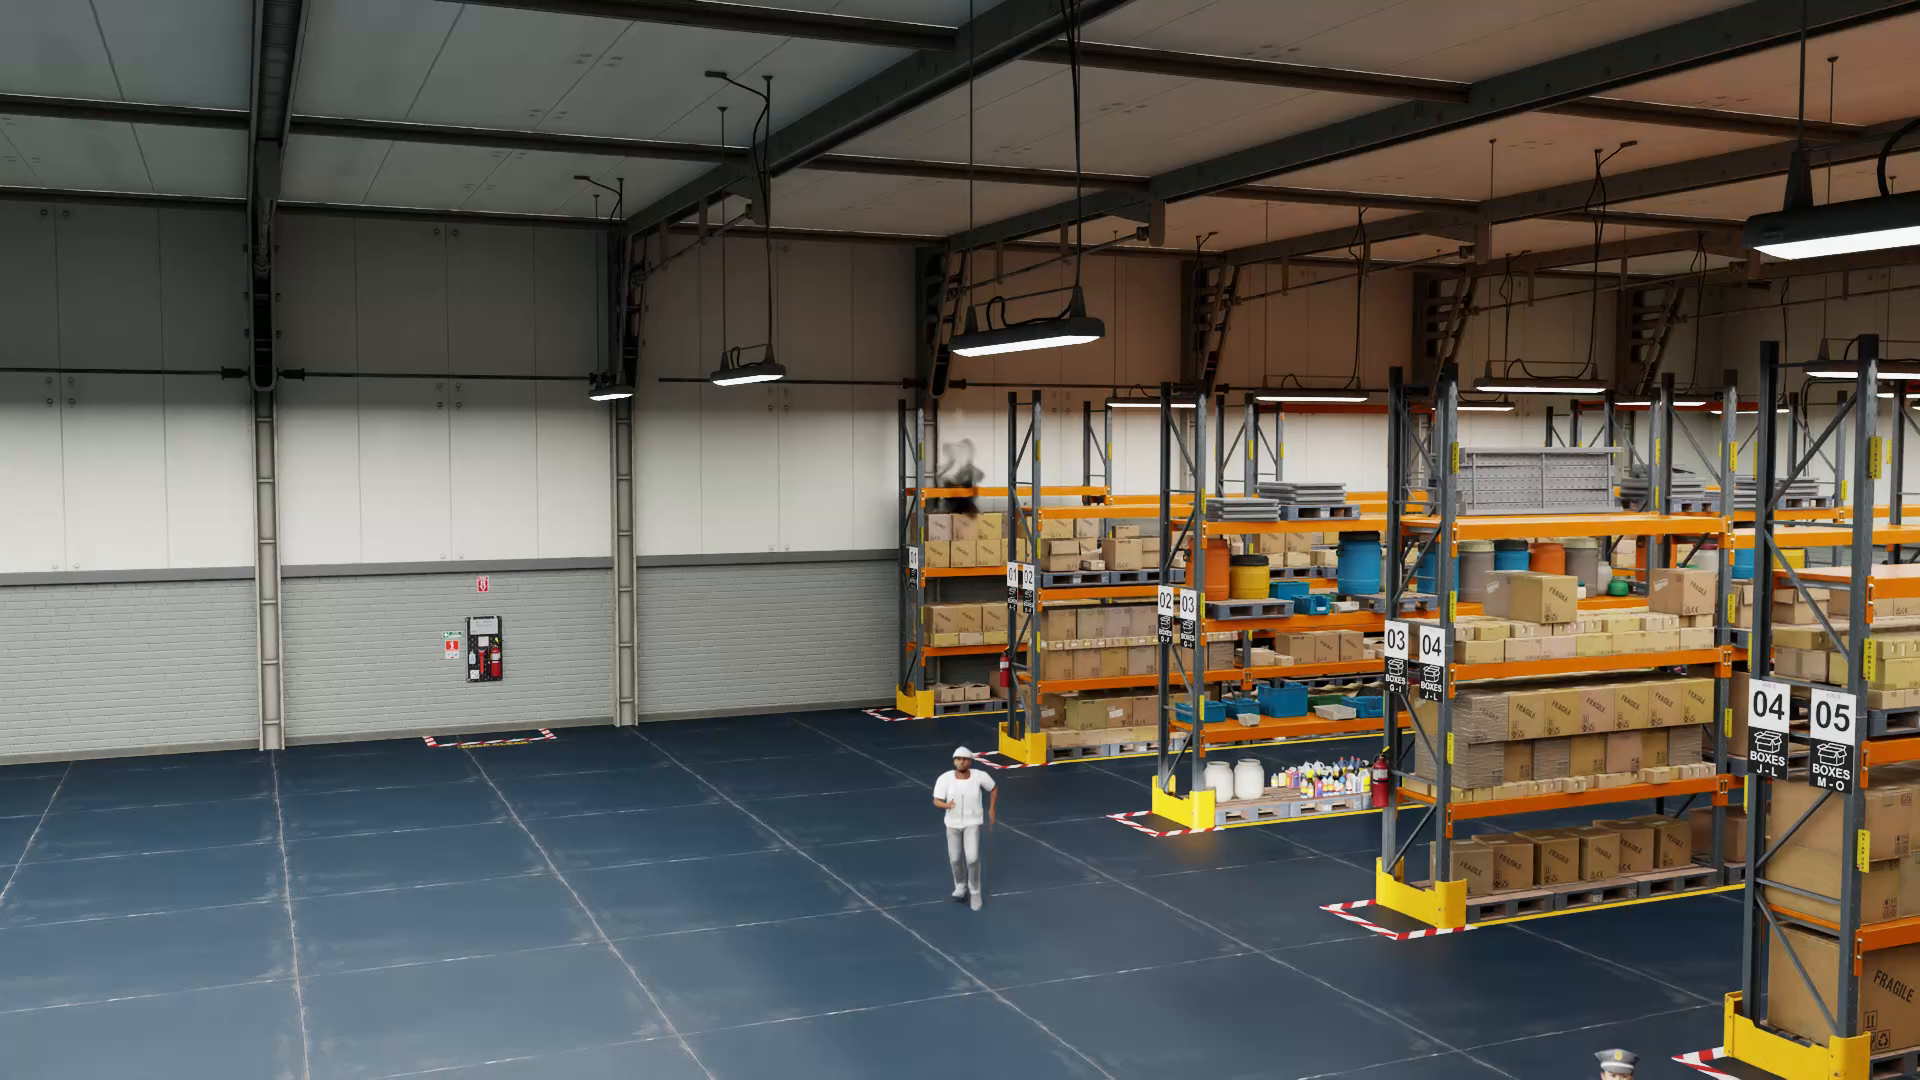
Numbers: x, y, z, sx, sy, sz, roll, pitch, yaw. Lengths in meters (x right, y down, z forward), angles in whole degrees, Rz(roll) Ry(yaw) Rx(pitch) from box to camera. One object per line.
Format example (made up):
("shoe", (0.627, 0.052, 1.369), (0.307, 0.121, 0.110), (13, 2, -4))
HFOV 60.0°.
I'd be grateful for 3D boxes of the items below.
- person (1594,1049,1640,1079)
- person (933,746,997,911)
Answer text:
("person", (3.811, 3.760, 9.569), (0.605, 1.669, 0.648), (1, 4, 21))
("person", (0.045, 3.205, 18.512), (0.684, 1.816, 0.731), (0, 3, 8))
